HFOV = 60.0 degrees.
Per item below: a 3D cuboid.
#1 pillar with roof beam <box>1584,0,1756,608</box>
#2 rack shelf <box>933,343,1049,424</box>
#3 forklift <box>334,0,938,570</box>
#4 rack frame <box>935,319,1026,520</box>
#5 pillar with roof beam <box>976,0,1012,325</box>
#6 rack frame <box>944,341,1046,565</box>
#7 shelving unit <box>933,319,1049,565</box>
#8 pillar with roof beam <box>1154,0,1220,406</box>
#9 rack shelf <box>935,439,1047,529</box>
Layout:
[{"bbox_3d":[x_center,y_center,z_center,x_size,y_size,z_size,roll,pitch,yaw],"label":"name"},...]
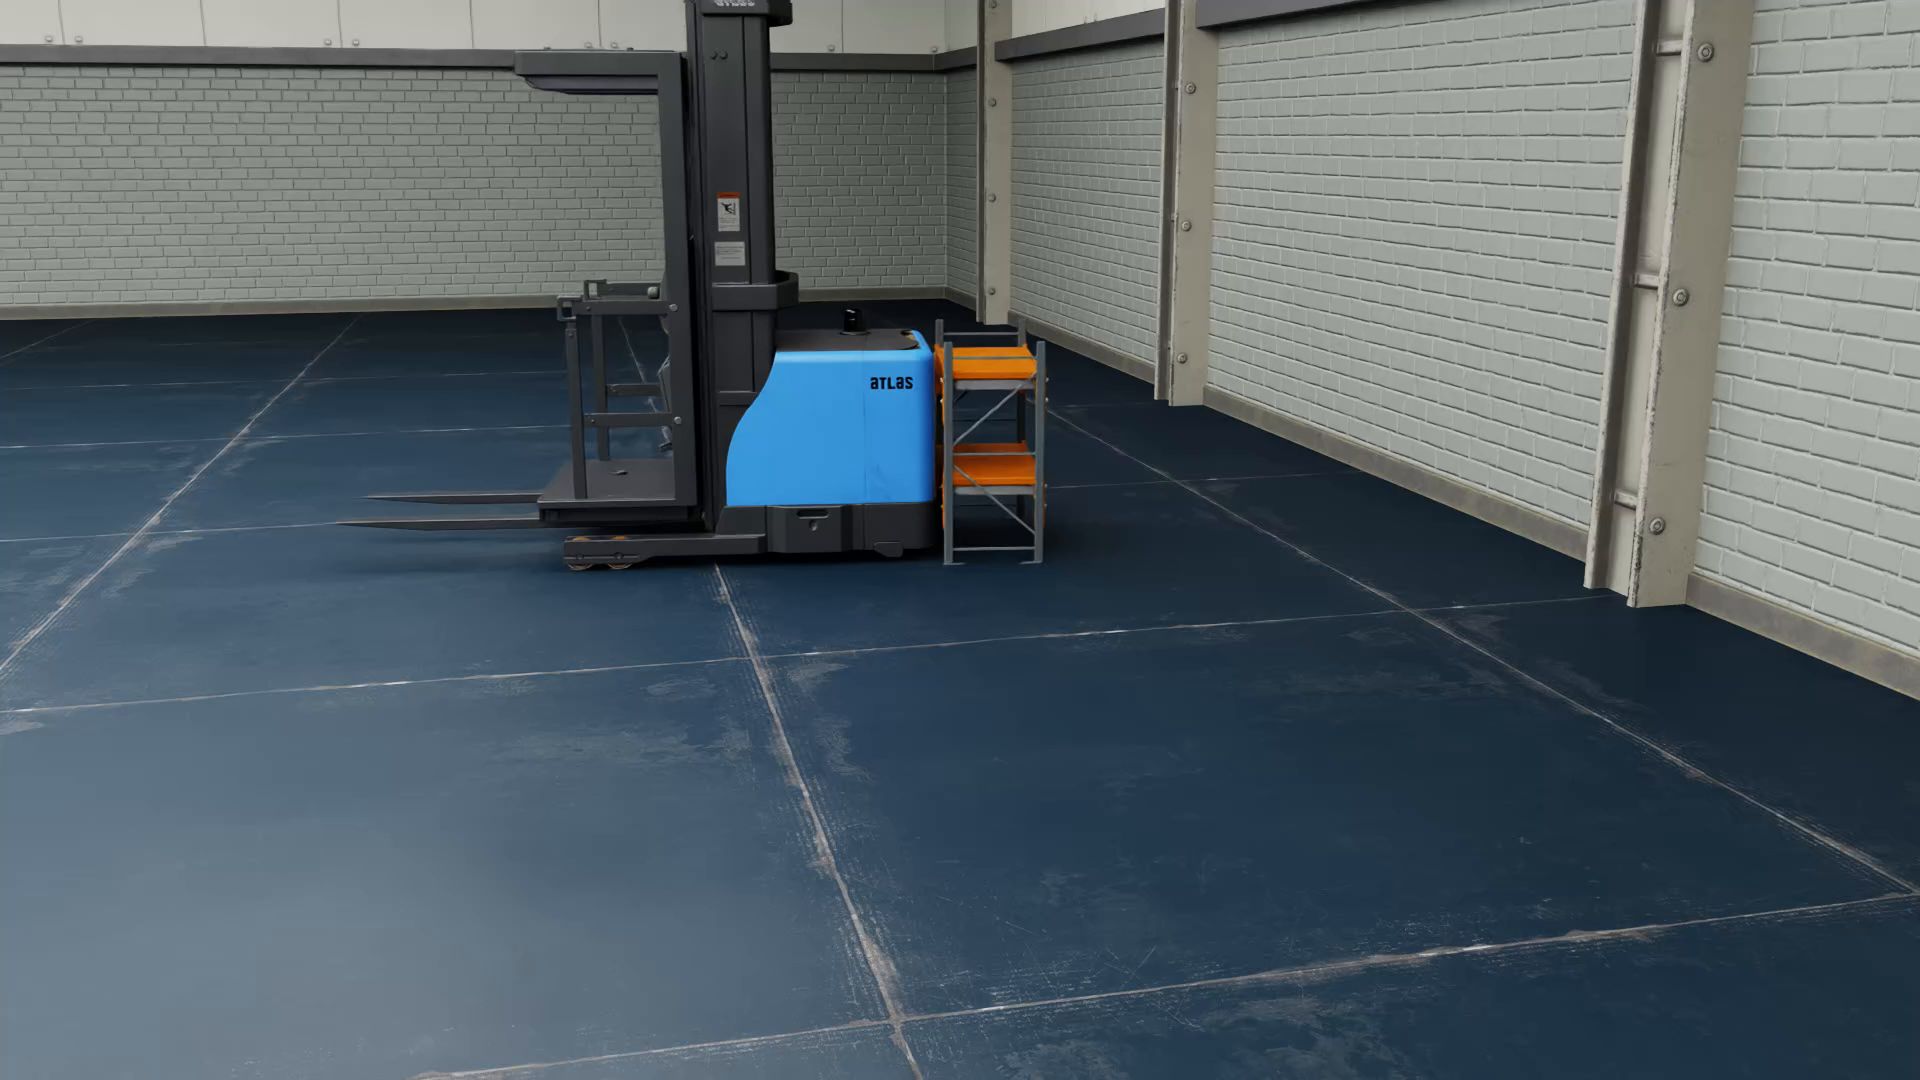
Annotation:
[{"bbox_3d":[-0.982,-3.874,5.825,9.100,9.000,0.400,-3,14,-13],"label":"pillar with roof beam"},{"bbox_3d":[0.143,-0.832,8.727,0.538,0.278,1.000,-1,14,-3],"label":"rack shelf"},{"bbox_3d":[-1.662,-1.403,8.493,3.031,2.935,1.130,-1,14,-5],"label":"forklift"},{"bbox_3d":[0.115,-0.668,9.289,0.500,1.125,0.032,-1,14,-3],"label":"rack frame"},{"bbox_3d":[-3.800,-6.643,17.156,9.100,9.000,0.400,-3,14,-13],"label":"pillar with roof beam"},{"bbox_3d":[0.171,-0.427,8.303,0.500,1.125,0.032,-1,14,-3],"label":"rack frame"},{"bbox_3d":[0.143,-0.547,8.796,0.538,1.125,1.048,-1,14,-3],"label":"shelving unit"},{"bbox_3d":[-2.391,-5.259,11.491,9.100,9.000,0.400,-3,14,-13],"label":"pillar with roof beam"},{"bbox_3d":[0.143,-0.310,8.854,0.538,0.278,1.000,-1,14,-3],"label":"rack shelf"}]
